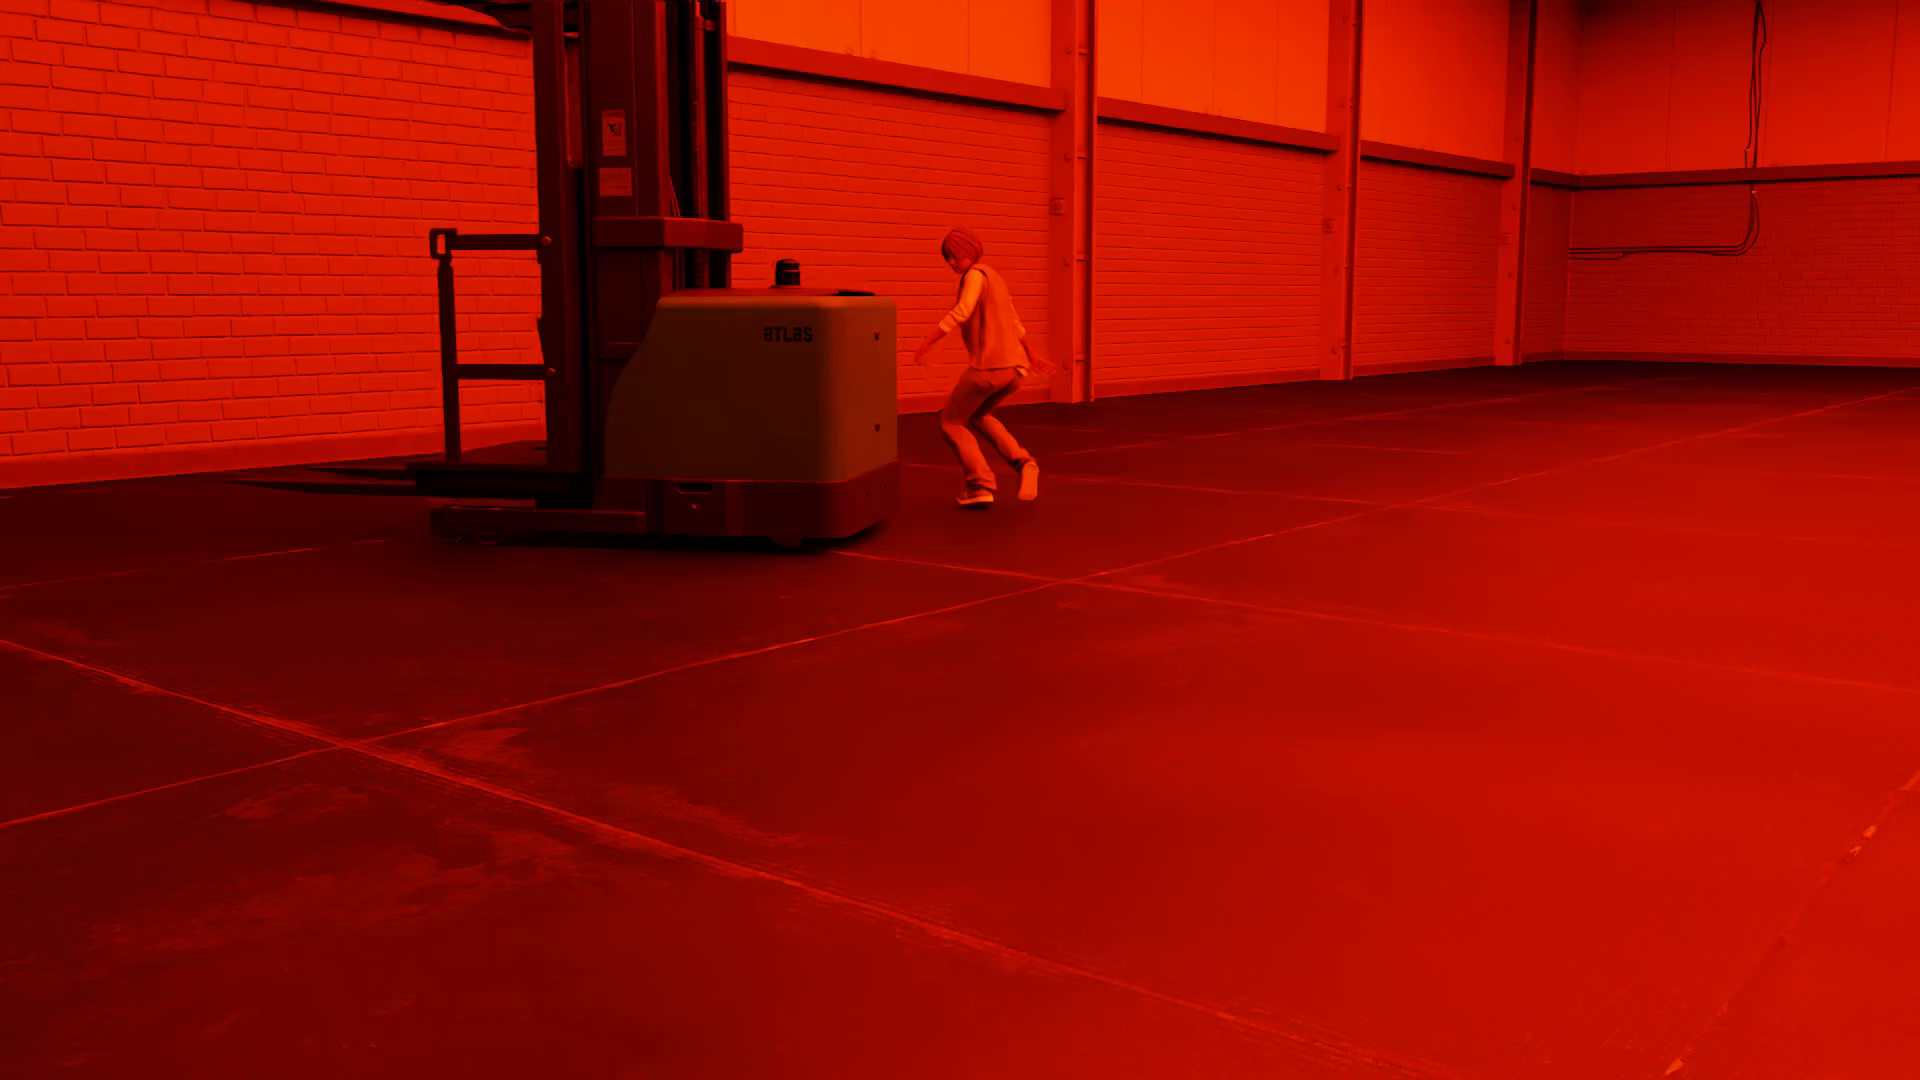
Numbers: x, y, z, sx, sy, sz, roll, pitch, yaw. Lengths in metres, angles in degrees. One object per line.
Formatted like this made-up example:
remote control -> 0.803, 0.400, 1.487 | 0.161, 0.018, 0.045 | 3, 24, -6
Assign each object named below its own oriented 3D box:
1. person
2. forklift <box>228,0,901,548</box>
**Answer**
person -> 0.157, -0.885, 8.691 | 0.459, 1.457, 0.851 | 5, 10, 30
forklift -> -1.851, -1.501, 7.543 | 3.031, 2.935, 1.130 | 2, 9, 12
